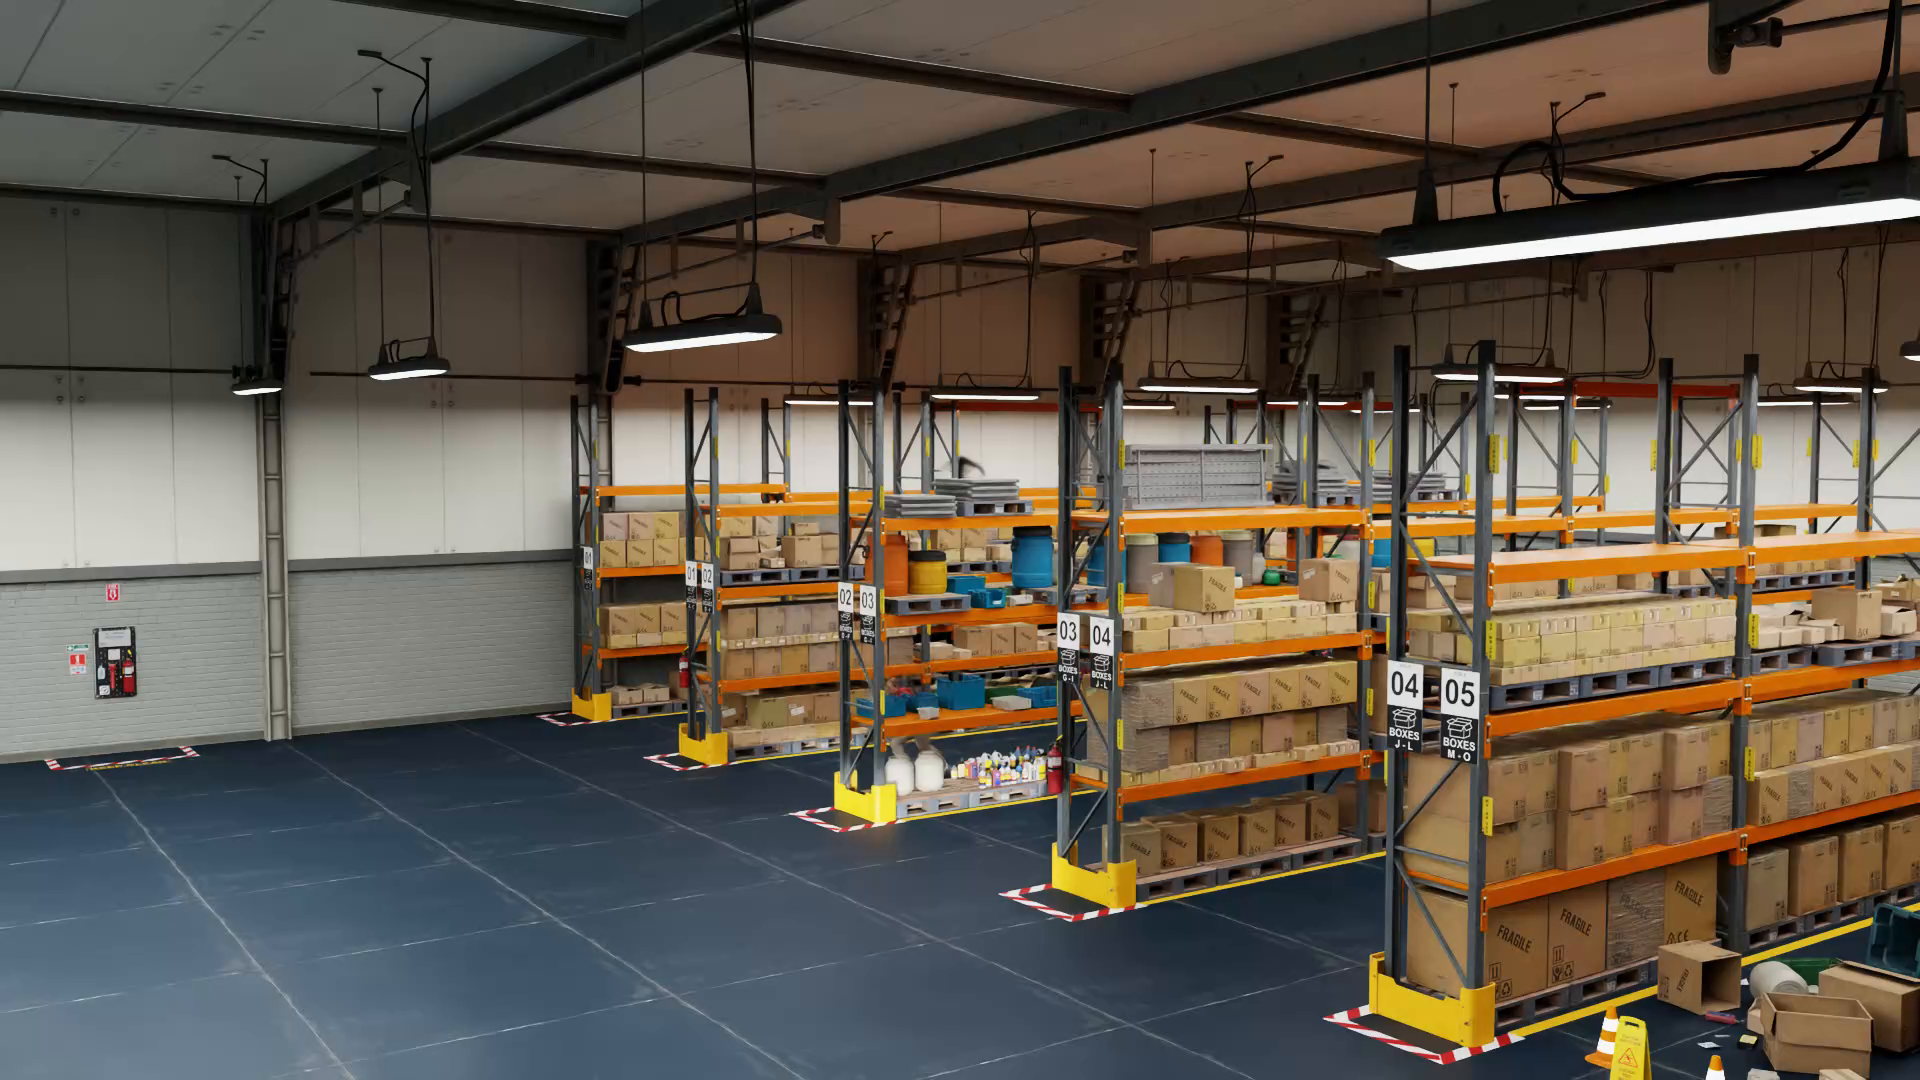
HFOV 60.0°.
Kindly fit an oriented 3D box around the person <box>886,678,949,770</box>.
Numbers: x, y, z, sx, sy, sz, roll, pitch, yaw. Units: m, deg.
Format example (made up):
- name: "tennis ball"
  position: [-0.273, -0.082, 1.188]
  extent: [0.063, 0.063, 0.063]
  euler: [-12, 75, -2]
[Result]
- name: "person"
  position: [-0.674, 2.852, 25.266]
  extent: [1.073, 1.569, 0.674]
  euler: [-1, 4, -20]
